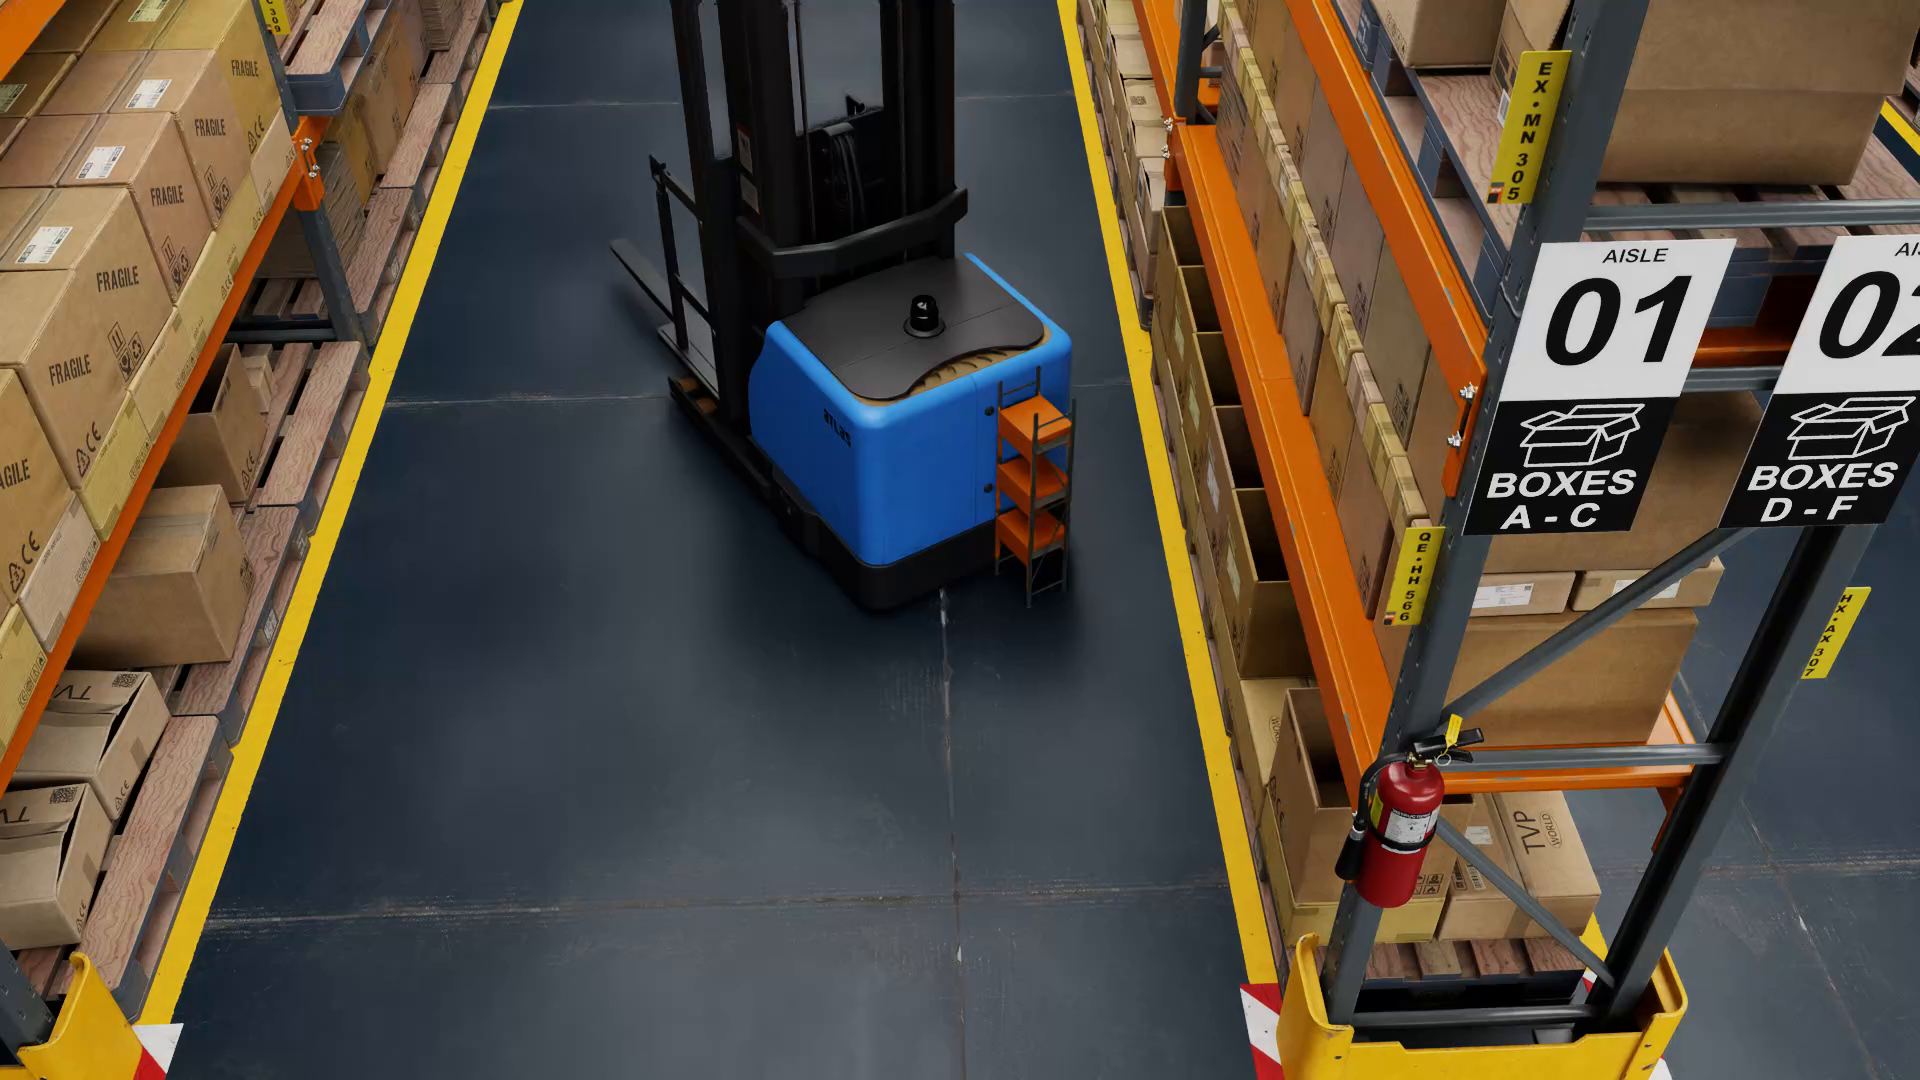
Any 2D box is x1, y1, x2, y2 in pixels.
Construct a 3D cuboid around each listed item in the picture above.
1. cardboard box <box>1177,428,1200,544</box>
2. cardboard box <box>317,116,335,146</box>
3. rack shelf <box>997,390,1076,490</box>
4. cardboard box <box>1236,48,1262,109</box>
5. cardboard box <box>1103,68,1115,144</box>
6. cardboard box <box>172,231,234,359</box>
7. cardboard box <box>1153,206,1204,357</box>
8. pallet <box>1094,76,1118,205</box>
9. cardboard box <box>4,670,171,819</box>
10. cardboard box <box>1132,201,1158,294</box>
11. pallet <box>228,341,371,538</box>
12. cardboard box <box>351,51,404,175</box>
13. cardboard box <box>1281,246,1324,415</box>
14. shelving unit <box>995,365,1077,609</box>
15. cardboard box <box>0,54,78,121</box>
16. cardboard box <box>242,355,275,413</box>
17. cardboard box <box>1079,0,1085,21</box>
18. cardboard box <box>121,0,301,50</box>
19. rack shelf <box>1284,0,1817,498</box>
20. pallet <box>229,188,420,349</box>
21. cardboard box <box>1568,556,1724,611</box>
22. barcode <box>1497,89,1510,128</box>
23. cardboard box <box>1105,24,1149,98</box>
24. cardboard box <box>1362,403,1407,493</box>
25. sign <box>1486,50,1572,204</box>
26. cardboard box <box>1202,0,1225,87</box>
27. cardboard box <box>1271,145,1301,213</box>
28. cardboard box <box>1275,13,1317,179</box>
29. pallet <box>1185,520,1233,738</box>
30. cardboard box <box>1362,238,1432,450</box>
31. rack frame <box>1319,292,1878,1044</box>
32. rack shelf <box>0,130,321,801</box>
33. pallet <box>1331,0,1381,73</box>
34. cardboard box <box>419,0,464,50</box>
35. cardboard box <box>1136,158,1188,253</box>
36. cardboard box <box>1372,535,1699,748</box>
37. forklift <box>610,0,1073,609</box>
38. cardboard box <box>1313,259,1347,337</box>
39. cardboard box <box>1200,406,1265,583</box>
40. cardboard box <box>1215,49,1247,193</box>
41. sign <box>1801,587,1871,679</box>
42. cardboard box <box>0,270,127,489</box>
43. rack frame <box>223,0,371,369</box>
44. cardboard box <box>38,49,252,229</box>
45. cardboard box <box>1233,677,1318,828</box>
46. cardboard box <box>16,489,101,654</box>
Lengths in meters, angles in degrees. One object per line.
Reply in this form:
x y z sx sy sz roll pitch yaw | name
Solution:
1.228 -0.245 7.172 0.500 0.250 0.500 -2 43 -2 | cardboard box
-3.540 -2.267 8.623 0.500 0.250 0.500 -2 43 -3 | cardboard box
0.303 -0.402 6.657 0.215 0.259 0.240 -24 48 -24 | rack shelf
1.321 -1.847 6.640 0.380 0.149 0.250 -3 43 -3 | cardboard box
1.110 -2.545 9.680 0.500 0.250 0.500 -1 43 -1 | cardboard box
-3.097 -0.922 6.282 0.500 0.250 0.500 -2 43 -2 | cardboard box
1.186 -1.197 7.655 0.500 0.500 0.500 -2 43 -2 | cardboard box
1.354 -2.395 9.857 1.003 0.211 1.213 -2 43 -2 | pallet
-3.264 0.718 6.061 0.500 0.311 0.500 2 43 2 | cardboard box
1.172 -1.514 8.556 0.500 0.250 0.500 -2 43 -2 | cardboard box
-3.406 -0.476 7.763 1.003 0.211 1.213 -2 43 -2 | pallet
-3.571 -2.387 9.308 0.700 0.500 0.500 -1 43 -1 | cardboard box
1.574 -0.798 5.977 0.700 0.500 0.500 0 43 -1 | cardboard box
0.303 -0.200 6.841 0.215 1.050 0.252 -24 48 -24 | shelving unit
-3.640 -1.513 6.371 0.500 0.500 0.500 -2 43 -2 | cardboard box
-3.417 -0.714 7.730 0.380 0.166 0.250 -7 43 -7 | cardboard box
1.038 -3.581 10.811 0.500 0.250 0.500 -2 43 -2 | cardboard box
-3.457 -2.500 7.508 0.700 0.500 0.500 -2 43 -2 | cardboard box
1.564 -1.592 5.229 1.077 0.370 4.000 -2 43 -2 | rack shelf
-3.504 -1.454 8.830 1.003 0.211 1.213 -2 43 -2 | pallet
1.848 0.052 4.569 0.380 0.149 0.250 -2 43 -2 | cardboard box
1.154 -0.911 3.524 0.001 0.075 0.075 -2 43 -2 | barcode
1.111 -2.742 9.480 0.500 0.311 0.500 -2 43 -2 | cardboard box
1.419 -0.279 4.930 0.380 0.149 0.250 -2 43 -2 | cardboard box
1.106 -0.798 3.234 0.100 0.325 0.005 -2 43 -2 | sign
1.415 -2.377 7.884 0.500 0.250 0.500 1 43 1 | cardboard box
1.356 -1.321 6.066 0.380 0.149 0.250 -3 43 -3 | cardboard box
1.548 -1.638 5.933 0.700 0.500 0.500 -2 43 -2 | cardboard box
1.526 0.290 6.927 1.003 0.211 1.213 -2 43 -2 | pallet
1.612 -0.622 4.824 0.700 0.500 0.500 -3 43 -3 | cardboard box
1.649 0.599 4.526 1.000 3.000 0.127 -2 43 -2 | rack frame
-3.385 -0.341 6.085 1.077 0.370 4.000 -2 43 -2 | rack shelf
1.590 -1.778 4.965 1.003 0.211 1.213 -2 43 -2 | pallet
-3.557 -3.413 10.428 0.700 0.500 0.500 -1 43 -1 | cardboard box
1.176 -1.714 8.359 0.500 0.311 0.500 -2 43 -2 | cardboard box
1.642 0.247 4.837 0.700 0.500 0.500 -2 43 -2 | cardboard box
-0.750 -1.760 7.150 1.130 2.935 3.031 -24 48 -24 | forklift
1.386 -0.804 5.502 0.380 0.149 0.250 -1 43 -1 | cardboard box
1.252 -0.184 6.550 0.500 0.500 0.500 -2 43 -2 | cardboard box
1.504 -1.839 7.112 0.700 0.500 0.500 -3 43 -3 | cardboard box
2.204 0.239 4.220 0.100 0.325 0.005 -2 43 -2 | sign
-3.047 -0.499 5.265 0.500 0.500 0.500 -3 43 -3 | cardboard box
-3.470 -1.957 7.314 1.000 3.000 0.127 -2 43 -2 | rack frame
-3.114 -1.538 6.399 0.500 0.500 0.500 -2 43 -2 | cardboard box
1.298 0.767 6.067 0.500 0.250 0.500 -2 43 -2 | cardboard box
-3.040 0.103 5.164 0.500 0.250 0.500 -3 43 -3 | cardboard box
